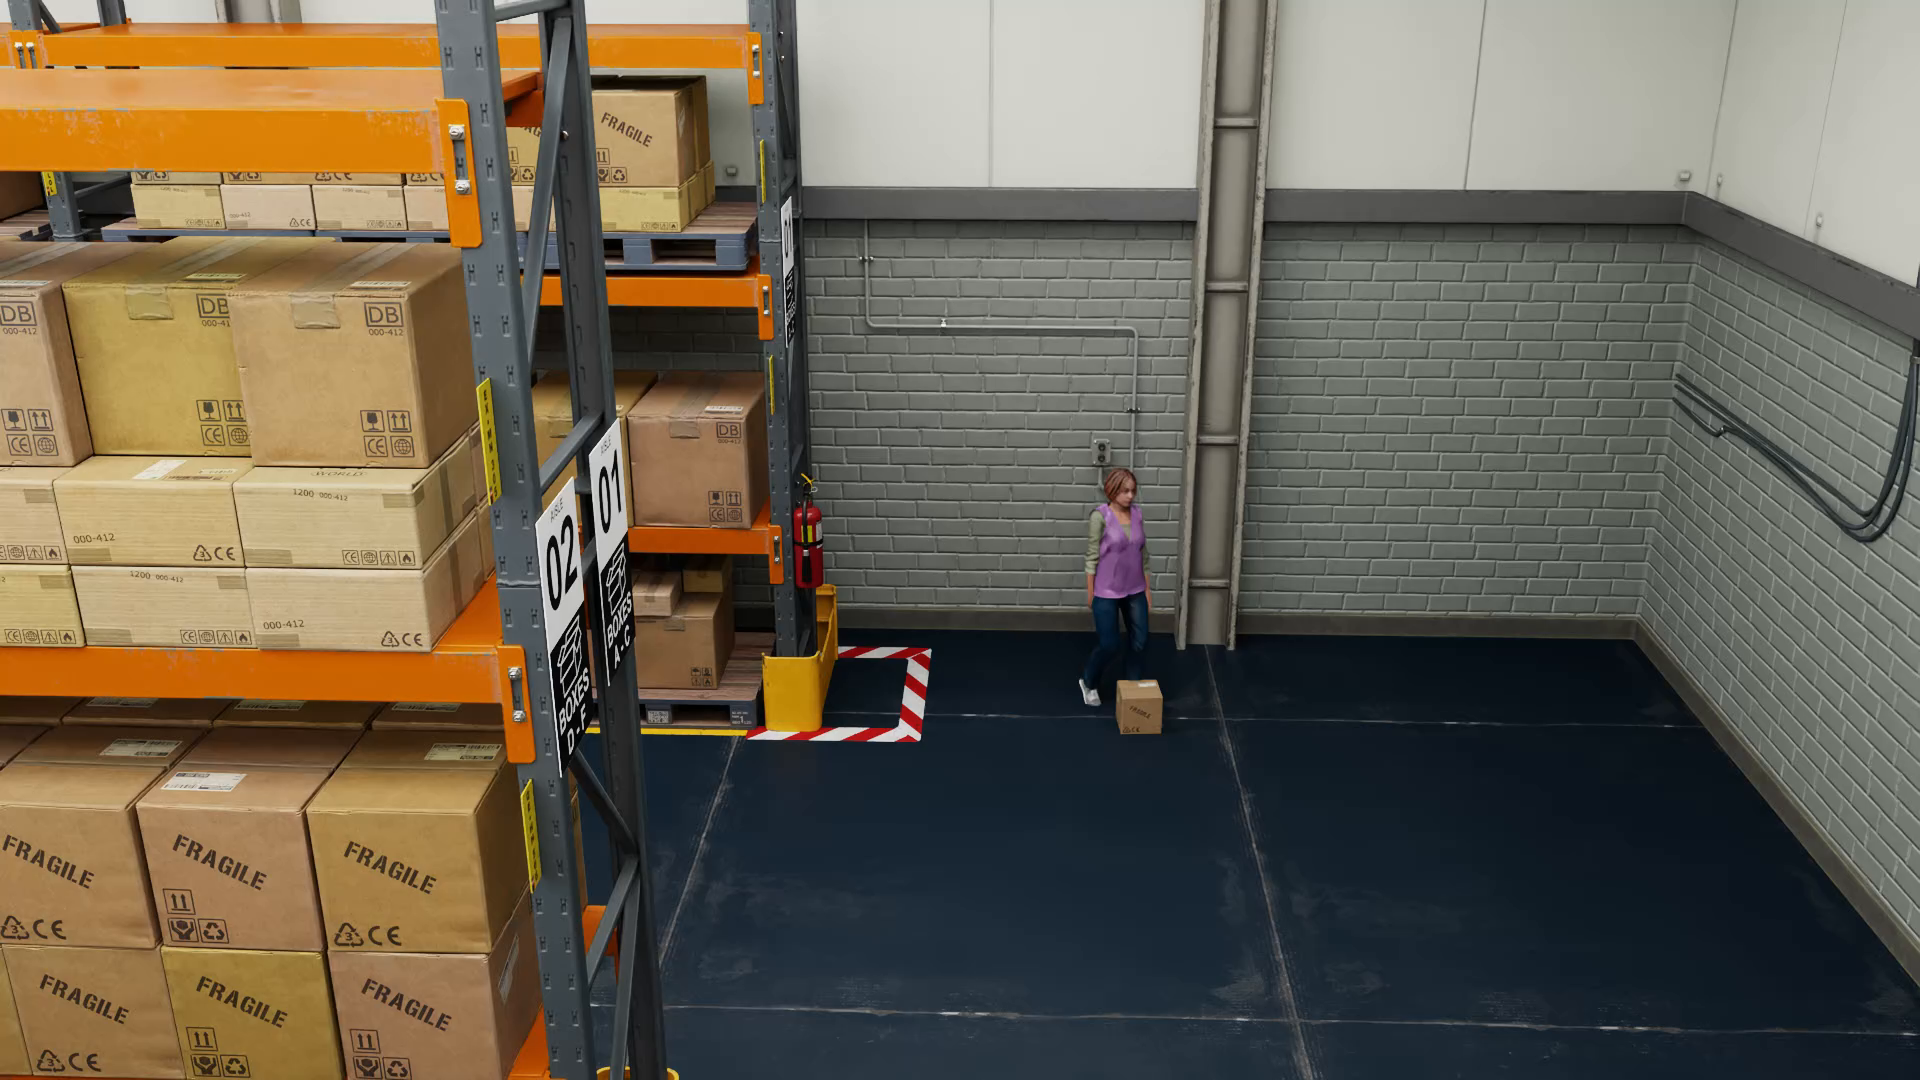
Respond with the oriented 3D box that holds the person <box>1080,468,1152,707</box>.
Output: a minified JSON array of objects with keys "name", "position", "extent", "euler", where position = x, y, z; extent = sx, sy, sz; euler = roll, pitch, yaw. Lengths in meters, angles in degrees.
[{"name":"person","position":[1.001,0.361,10.264],"extent":[0.421,1.629,0.567],"euler":[-10,23,-24]}]
